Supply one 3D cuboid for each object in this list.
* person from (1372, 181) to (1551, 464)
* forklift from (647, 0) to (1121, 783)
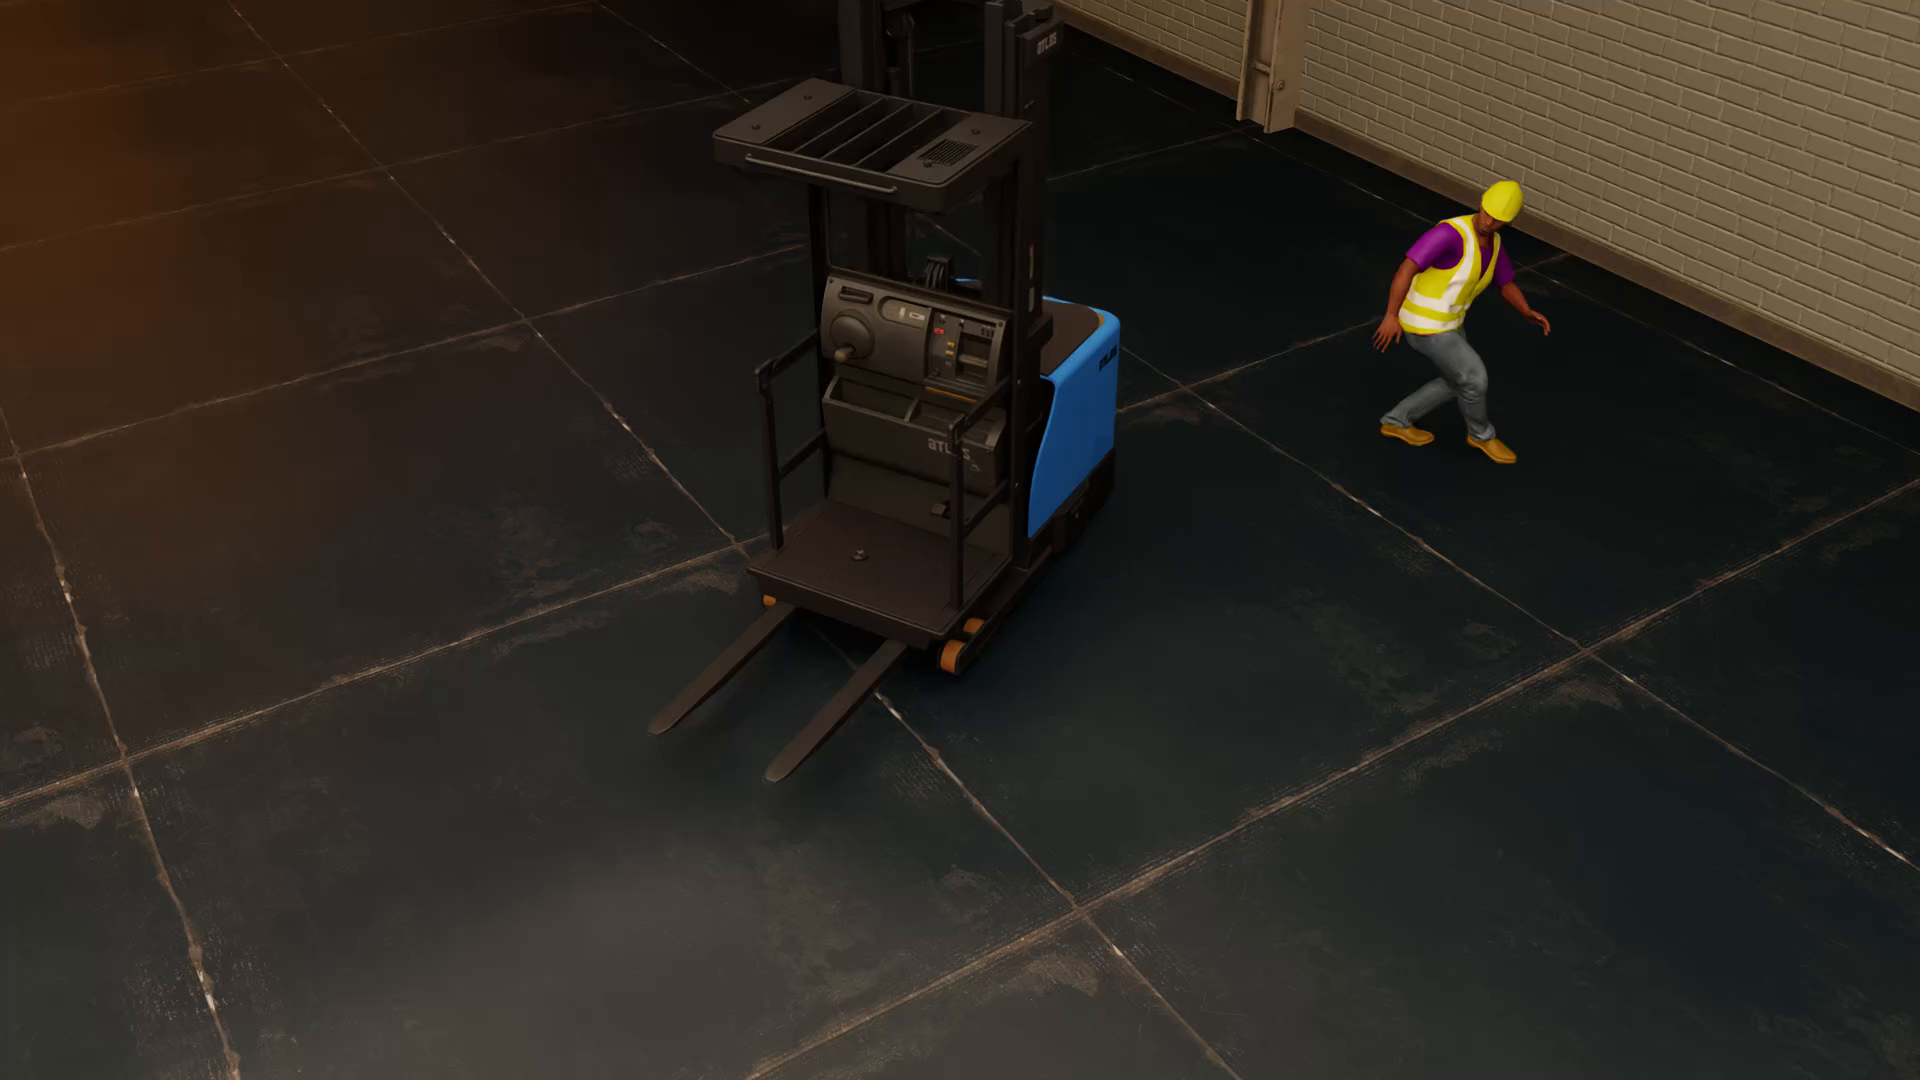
[{"bbox_3d":[2.717,-1.119,8.898,0.806,1.599,0.816,20,40,26],"label":"person"},{"bbox_3d":[-0.320,-0.867,7.382,1.130,2.935,3.031,18,39,23],"label":"forklift"}]
